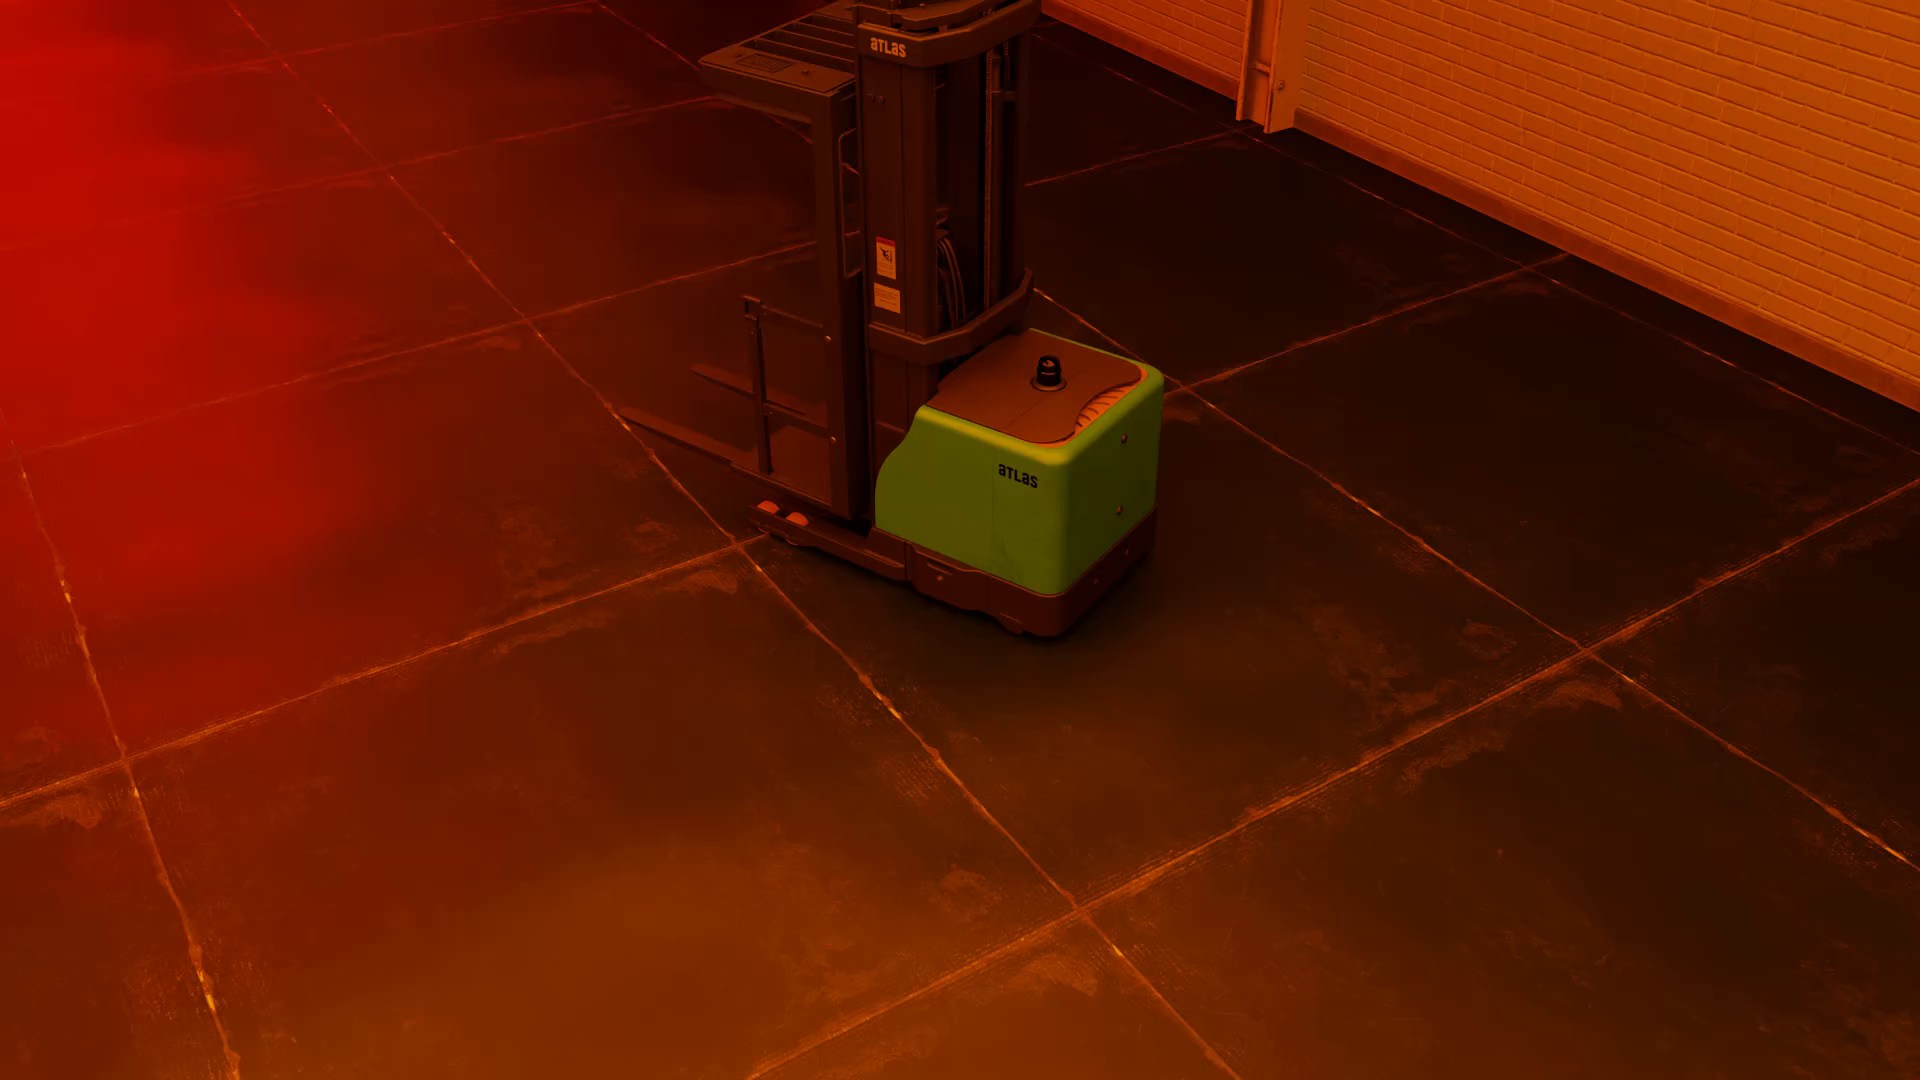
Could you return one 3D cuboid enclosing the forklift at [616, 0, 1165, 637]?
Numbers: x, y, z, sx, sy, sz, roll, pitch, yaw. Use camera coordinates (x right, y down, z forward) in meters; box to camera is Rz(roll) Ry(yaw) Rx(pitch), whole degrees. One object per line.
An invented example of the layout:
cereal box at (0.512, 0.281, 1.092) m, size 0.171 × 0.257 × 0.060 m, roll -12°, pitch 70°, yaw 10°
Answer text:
forklift at (-0.500, -1.399, 8.138) m, size 3.031 × 2.935 × 1.130 m, roll 22°, pitch 41°, yaw 28°
